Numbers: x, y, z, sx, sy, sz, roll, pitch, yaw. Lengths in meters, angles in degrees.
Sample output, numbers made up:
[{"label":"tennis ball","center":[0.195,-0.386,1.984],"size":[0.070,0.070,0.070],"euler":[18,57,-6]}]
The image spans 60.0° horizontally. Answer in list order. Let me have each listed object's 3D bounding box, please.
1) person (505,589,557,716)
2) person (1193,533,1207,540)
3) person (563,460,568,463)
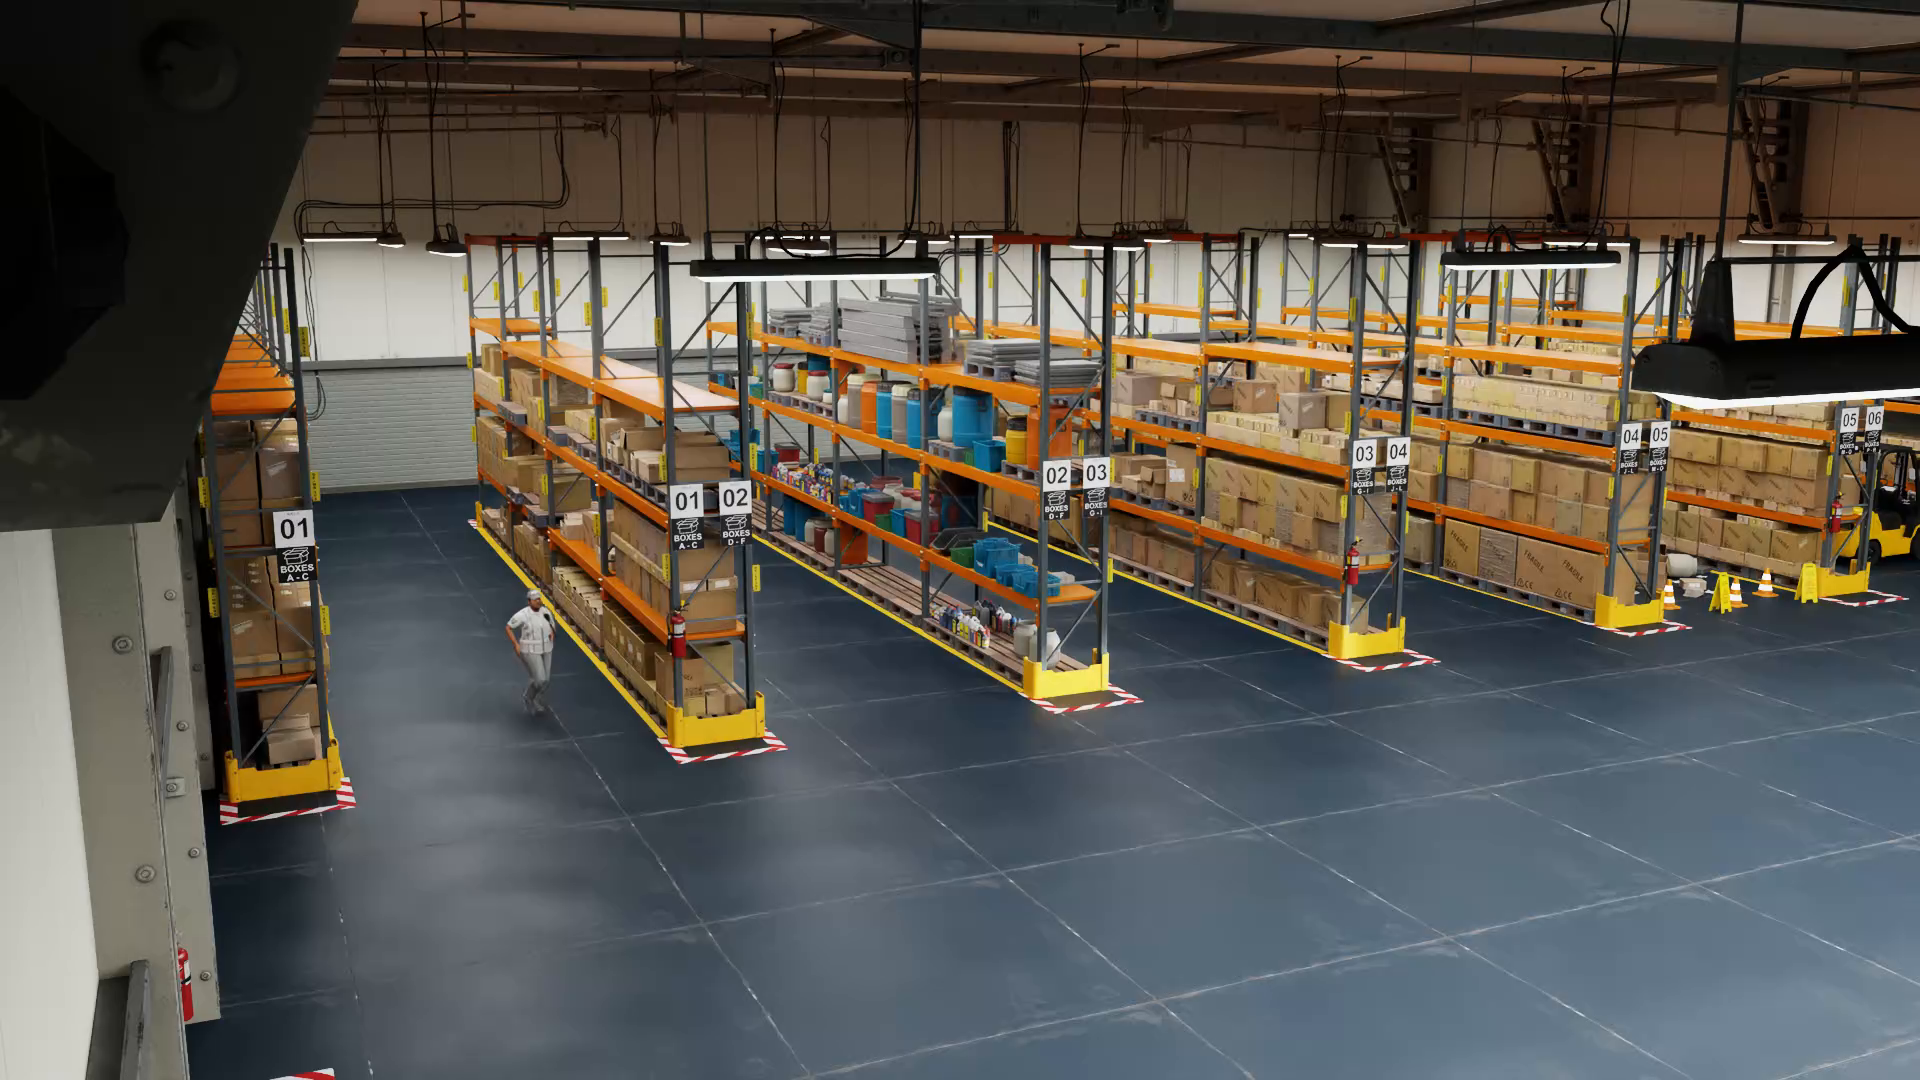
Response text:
[{"label":"person","center":[-5.424,1.444,21.338],"size":[0.637,1.638,0.583],"euler":[10,15,41]},{"label":"person","center":[4.829,-0.749,32.860],"size":[0.550,1.560,0.580],"euler":[-6,12,-27]},{"label":"person","center":[-8.497,-1.348,35.656],"size":[0.573,1.670,0.697],"euler":[4,12,18]}]
